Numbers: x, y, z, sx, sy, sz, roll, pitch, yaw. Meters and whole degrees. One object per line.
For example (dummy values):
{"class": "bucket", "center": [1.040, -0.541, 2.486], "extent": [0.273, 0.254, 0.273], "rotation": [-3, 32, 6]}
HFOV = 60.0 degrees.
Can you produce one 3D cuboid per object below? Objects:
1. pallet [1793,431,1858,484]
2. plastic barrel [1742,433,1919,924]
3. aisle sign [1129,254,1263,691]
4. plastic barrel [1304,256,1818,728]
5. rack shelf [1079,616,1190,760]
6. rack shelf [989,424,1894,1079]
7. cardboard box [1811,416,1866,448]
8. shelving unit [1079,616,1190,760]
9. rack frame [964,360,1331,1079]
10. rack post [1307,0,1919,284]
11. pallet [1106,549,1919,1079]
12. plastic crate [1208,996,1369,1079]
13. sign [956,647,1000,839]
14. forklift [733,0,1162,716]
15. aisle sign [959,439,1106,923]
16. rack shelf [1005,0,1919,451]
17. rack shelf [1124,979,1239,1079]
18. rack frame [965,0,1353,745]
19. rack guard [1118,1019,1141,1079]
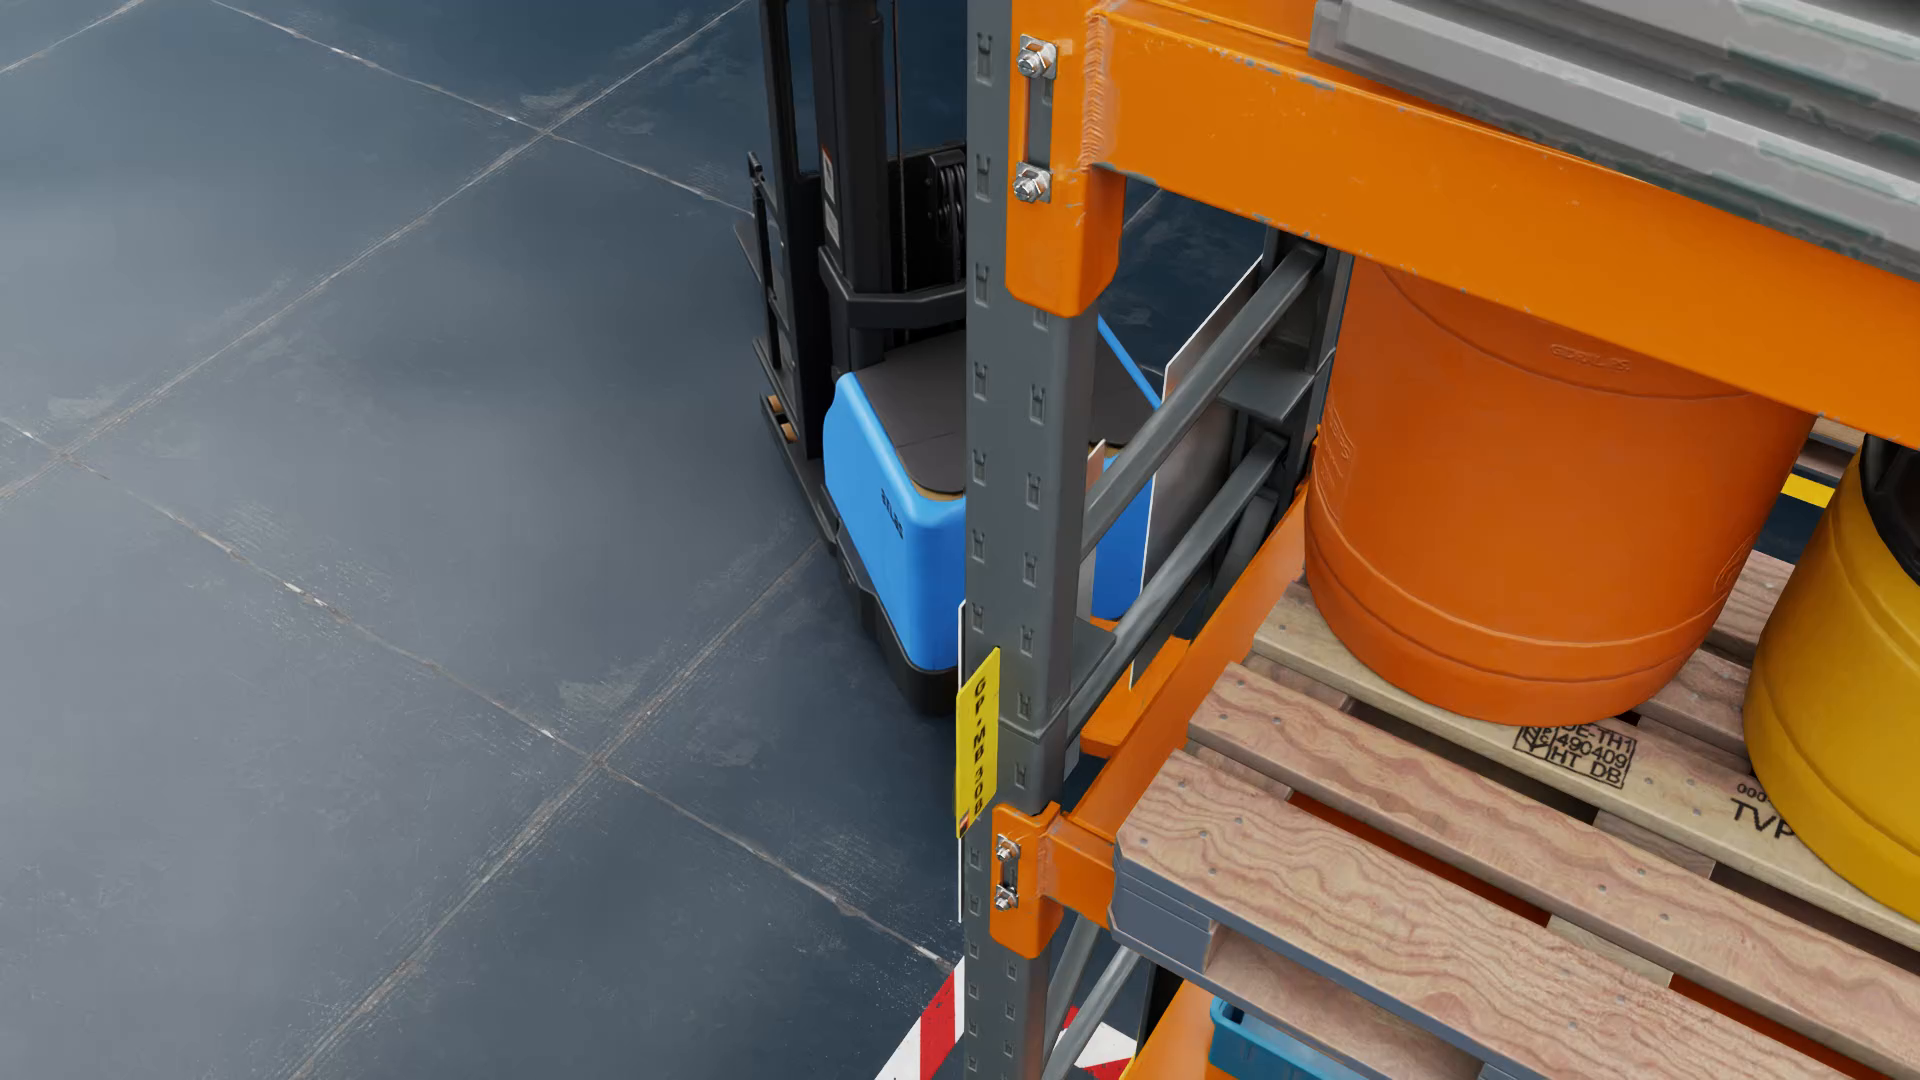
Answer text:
{"class": "pallet", "center": [3.668, -0.744, 7.326], "extent": [1.213, 0.211, 1.003], "rotation": [25, 51, 22]}
{"class": "plastic barrel", "center": [1.353, 0.109, 2.037], "extent": [0.600, 0.588, 0.600], "rotation": [0, 46, 0]}
{"class": "aisle sign", "center": [0.424, -0.111, 2.954], "extent": [0.004, 0.787, 0.394], "rotation": [25, 51, 22]}
{"class": "plastic barrel", "center": [0.802, -0.228, 2.196], "extent": [0.708, 0.830, 0.600], "rotation": [25, 51, 22]}
{"class": "rack shelf", "center": [0.604, 0.540, 5.430], "extent": [1.000, 0.185, 0.538], "rotation": [14, 47, 13]}
{"class": "rack shelf", "center": [2.008, 0.982, 2.115], "extent": [4.000, 0.370, 1.077], "rotation": [25, 51, 22]}
{"class": "cardboard box", "center": [3.756, -0.642, 6.906], "extent": [0.500, 0.250, 0.500], "rotation": [25, 51, 22]}
{"class": "shelving unit", "center": [0.612, 0.417, 5.299], "extent": [1.083, 1.500, 0.587], "rotation": [14, 47, 13]}
{"class": "rack frame", "center": [0.325, 1.002, 3.685], "extent": [0.127, 3.000, 1.000], "rotation": [25, 51, 22]}
{"class": "rack post", "center": [0.892, -0.545, 1.354], "extent": [0.954, 0.300, 0.937], "rotation": [30, 53, 26]}
{"class": "pallet", "center": [0.968, 0.402, 2.308], "extent": [1.213, 0.211, 1.003], "rotation": [25, 51, 22]}
{"class": "plastic crate", "center": [0.908, 1.067, 3.725], "extent": [0.616, 0.251, 0.499], "rotation": [25, 51, 22]}
{"class": "sign", "center": [0.024, 0.284, 2.285], "extent": [0.005, 0.325, 0.100], "rotation": [25, 51, 22]}
{"class": "forklift", "center": [-0.215, -1.459, 6.124], "extent": [1.130, 2.935, 3.031], "rotation": [-16, 48, -15]}
{"class": "aisle sign", "center": [0.106, 0.245, 2.608], "extent": [0.004, 0.787, 0.394], "rotation": [25, 51, 22]}
{"class": "rack shelf", "center": [2.008, 0.076, 1.182], "extent": [4.000, 0.370, 1.077], "rotation": [25, 51, 22]}
{"class": "rack shelf", "center": [2.008, 2.027, 3.190], "extent": [4.000, 0.370, 1.077], "rotation": [25, 51, 22]}
{"class": "rack frame", "center": [0.325, -1.089, 1.533], "extent": [0.127, 3.000, 1.000], "rotation": [25, 51, 22]}
{"class": "rack guard", "center": [0.414, 1.874, 4.580], "extent": [0.348, 0.500, 1.175], "rotation": [25, 51, 22]}
